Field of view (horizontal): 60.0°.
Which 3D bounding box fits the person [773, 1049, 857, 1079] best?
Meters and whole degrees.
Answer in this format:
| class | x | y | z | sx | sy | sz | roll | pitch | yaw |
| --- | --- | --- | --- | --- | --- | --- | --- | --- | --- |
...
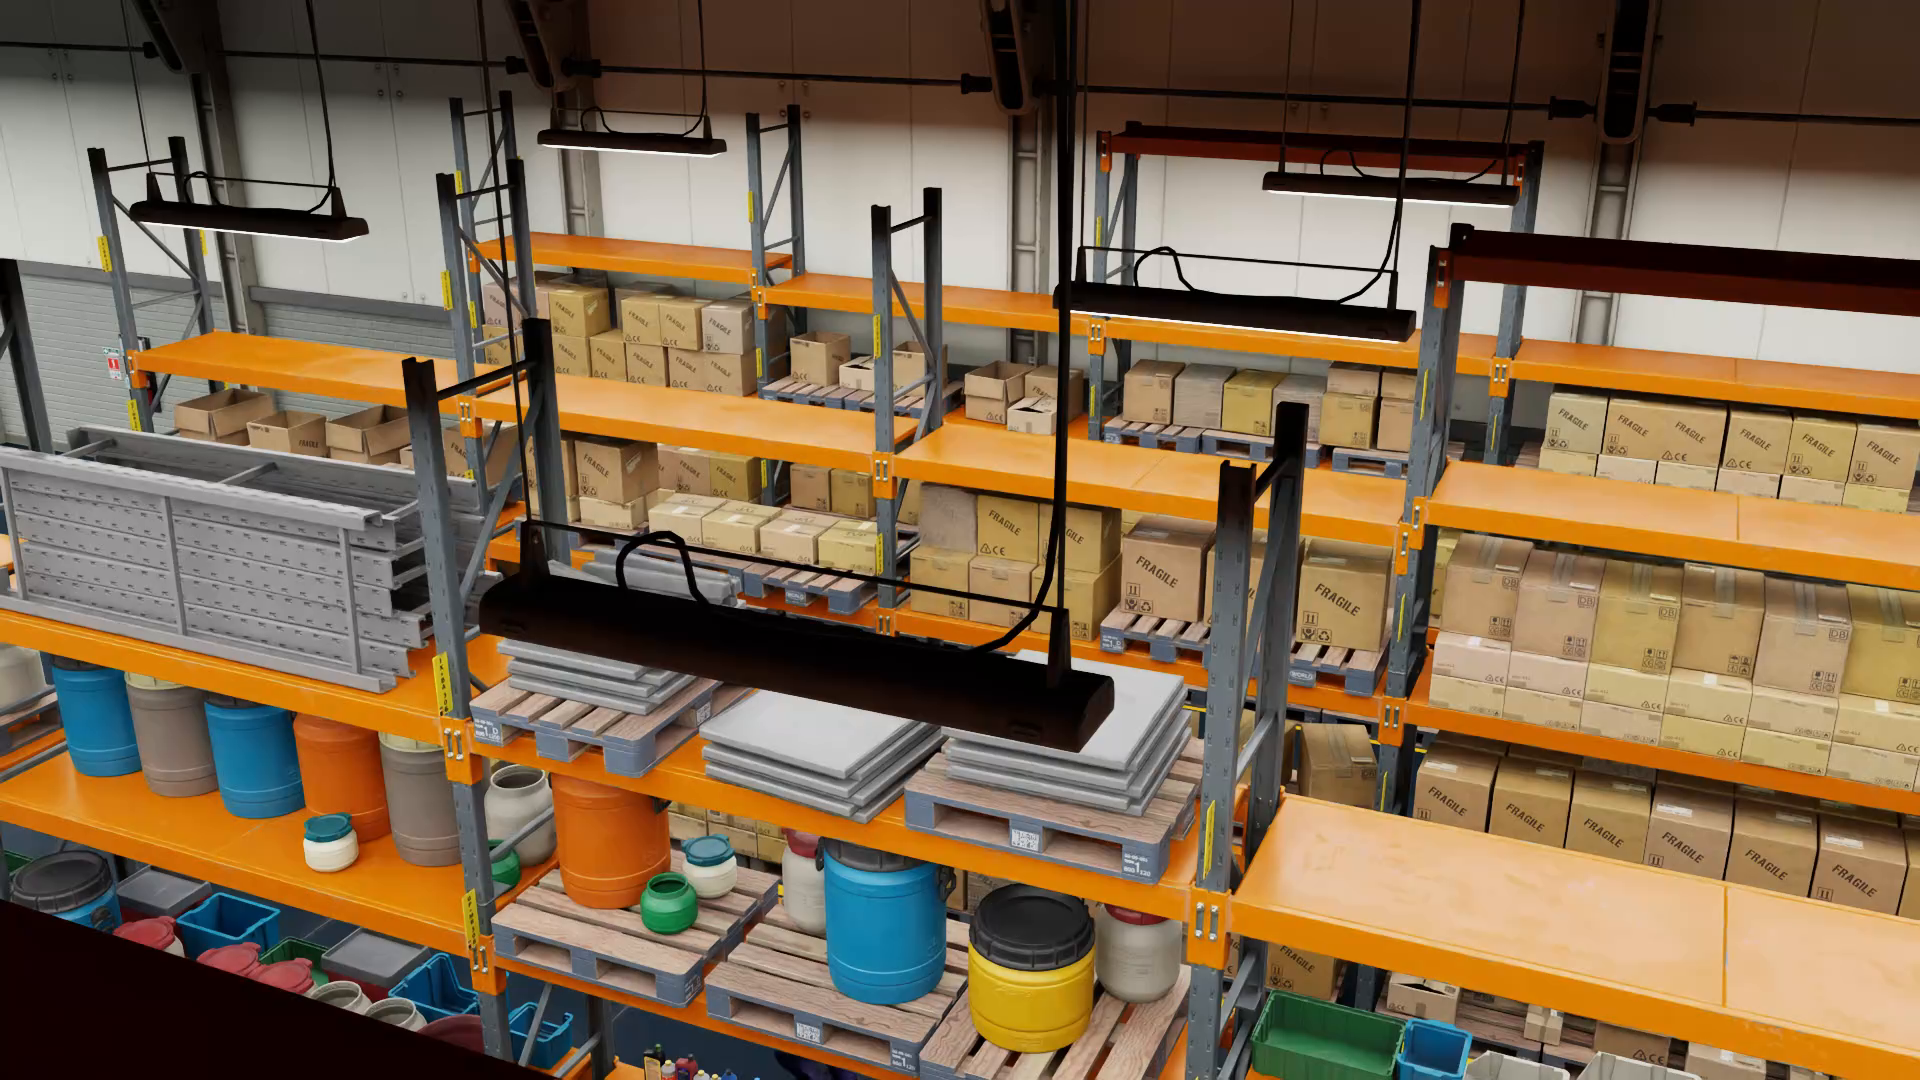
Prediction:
| class | x | y | z | sx | sy | sz | roll | pitch | yaw |
| --- | --- | --- | --- | --- | --- | --- | --- | --- | --- |
| person | -0.981 | 3.347 | 11.557 | 0.748 | 1.560 | 0.624 | 13 | 24 | 31 |
